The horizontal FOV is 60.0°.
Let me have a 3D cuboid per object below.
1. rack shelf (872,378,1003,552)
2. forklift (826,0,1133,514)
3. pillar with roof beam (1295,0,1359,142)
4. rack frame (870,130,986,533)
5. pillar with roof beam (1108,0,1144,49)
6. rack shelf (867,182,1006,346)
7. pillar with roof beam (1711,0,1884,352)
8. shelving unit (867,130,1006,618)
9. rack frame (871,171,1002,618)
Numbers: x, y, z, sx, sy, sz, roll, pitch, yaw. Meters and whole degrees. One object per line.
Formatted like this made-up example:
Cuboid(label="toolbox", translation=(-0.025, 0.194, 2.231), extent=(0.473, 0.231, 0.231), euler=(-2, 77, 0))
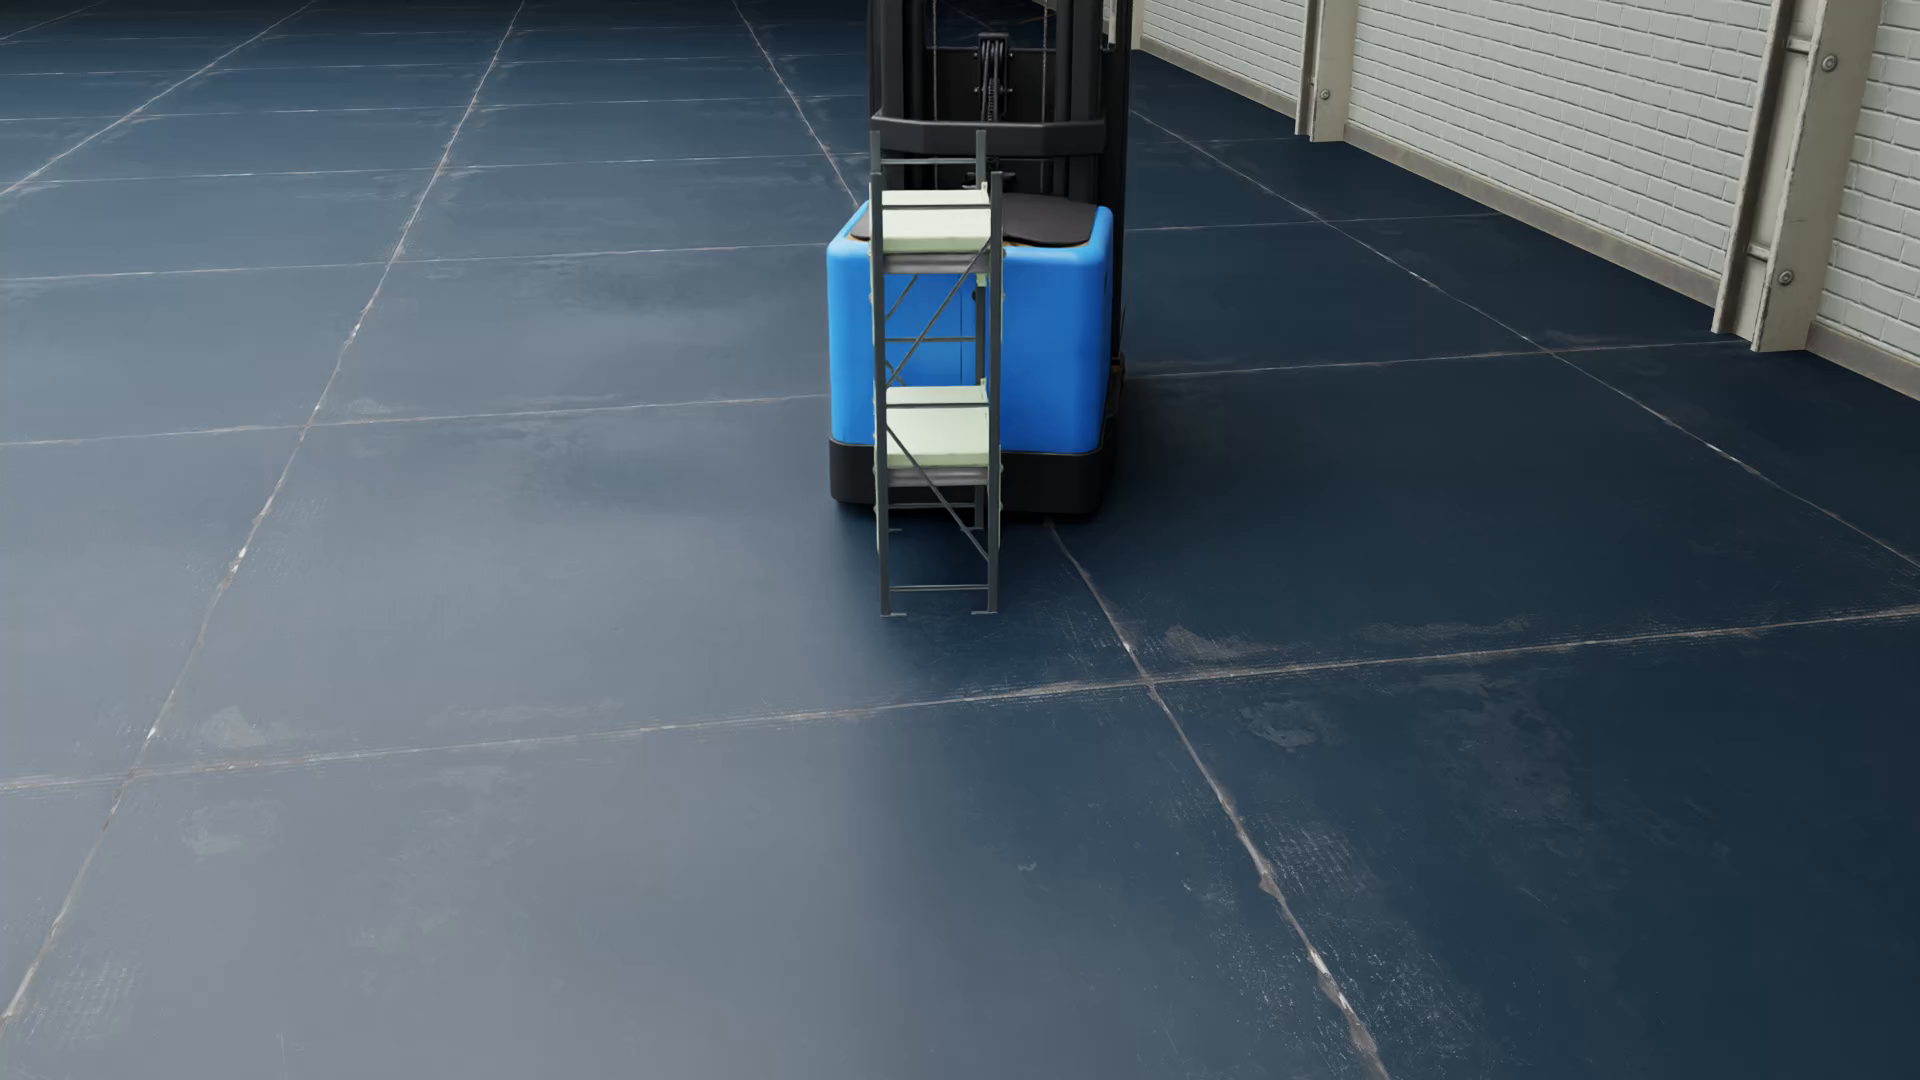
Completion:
Cuboid(label="rack shelf", translation=(-0.091, -0.278, 5.826), extent=(0.431, 0.370, 0.720), euler=(-1, 24, -3))
Cuboid(label="forklift", translation=(0.194, -1.998, 7.162), extent=(1.130, 2.935, 3.031), euler=(3, 24, 7))
Cuboid(label="pillar with roof beam", translation=(-1.188, -7.206, 11.506), extent=(9.100, 9.000, 0.400), euler=(-4, 24, -10))
Cuboid(label="rack frame", translation=(-0.110, -0.723, 6.031), extent=(0.400, 1.500, 0.023), euler=(-1, 24, -3))
Cuboid(label="pillar with roof beam", translation=(-2.298, -9.566, 16.910), extent=(9.100, 9.000, 0.400), euler=(-4, 24, -10))
Cuboid(label="rack shelf", translation=(-0.091, -0.934, 5.540), extent=(0.431, 0.370, 0.720), euler=(-1, 24, -3))
Cuboid(label="pillar with roof beam", translation=(-0.079, -4.846, 6.102), extent=(9.100, 9.000, 0.400), euler=(-4, 24, -10))
Cuboid(label="shelving unit", translation=(-0.091, -0.576, 5.696), extent=(0.431, 1.500, 0.755), euler=(-1, 24, -3))
Cuboid(label="rack frame", translation=(-0.072, -0.430, 5.361), extent=(0.400, 1.500, 0.023), euler=(-1, 24, -3))
